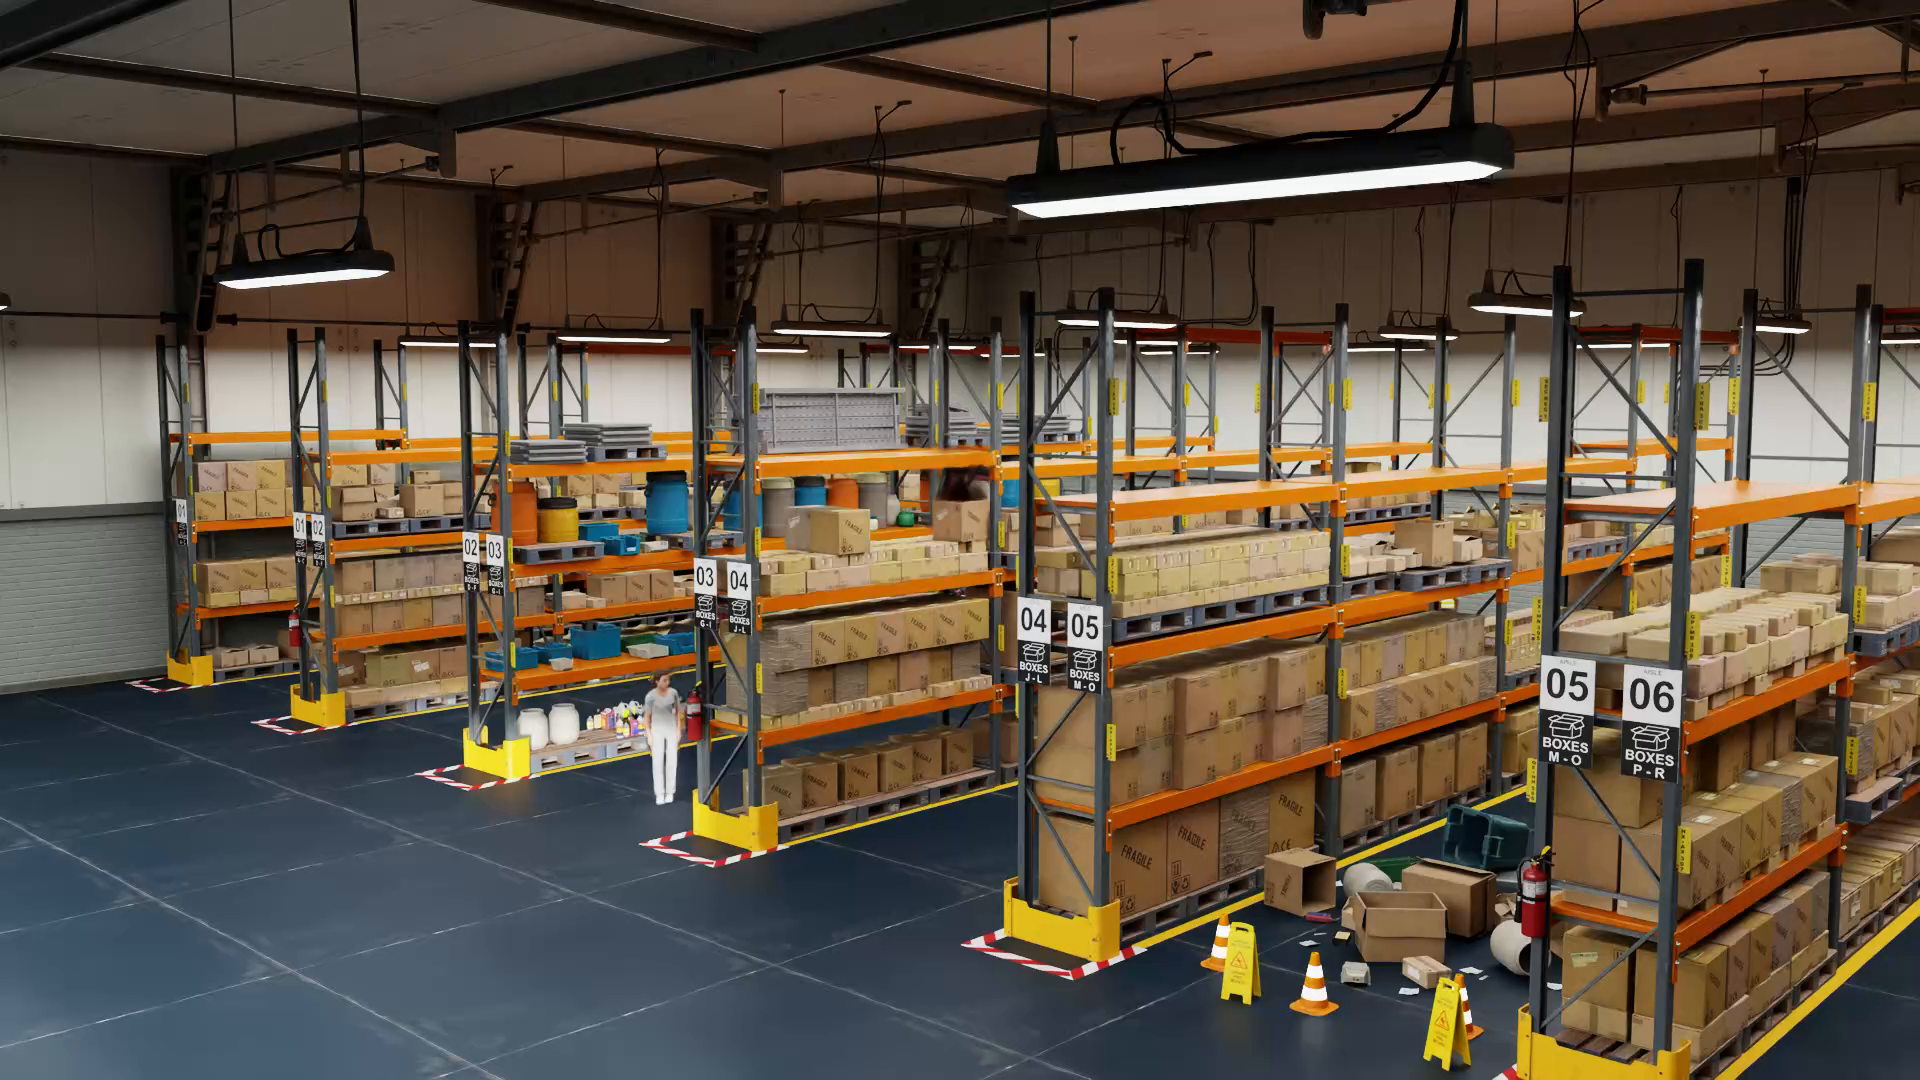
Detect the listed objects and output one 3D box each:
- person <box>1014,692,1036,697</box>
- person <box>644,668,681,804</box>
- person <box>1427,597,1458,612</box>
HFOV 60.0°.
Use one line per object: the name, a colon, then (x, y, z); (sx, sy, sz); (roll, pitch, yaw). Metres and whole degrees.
person: (1.108, 1.736, 27.469); (0.571, 1.743, 0.525); (-4, 6, -33)
person: (-3.667, 2.408, 20.537); (0.470, 1.687, 0.346); (-3, 6, -26)
person: (9.185, 1.308, 31.673); (0.439, 1.772, 0.588); (-3, 6, -33)
